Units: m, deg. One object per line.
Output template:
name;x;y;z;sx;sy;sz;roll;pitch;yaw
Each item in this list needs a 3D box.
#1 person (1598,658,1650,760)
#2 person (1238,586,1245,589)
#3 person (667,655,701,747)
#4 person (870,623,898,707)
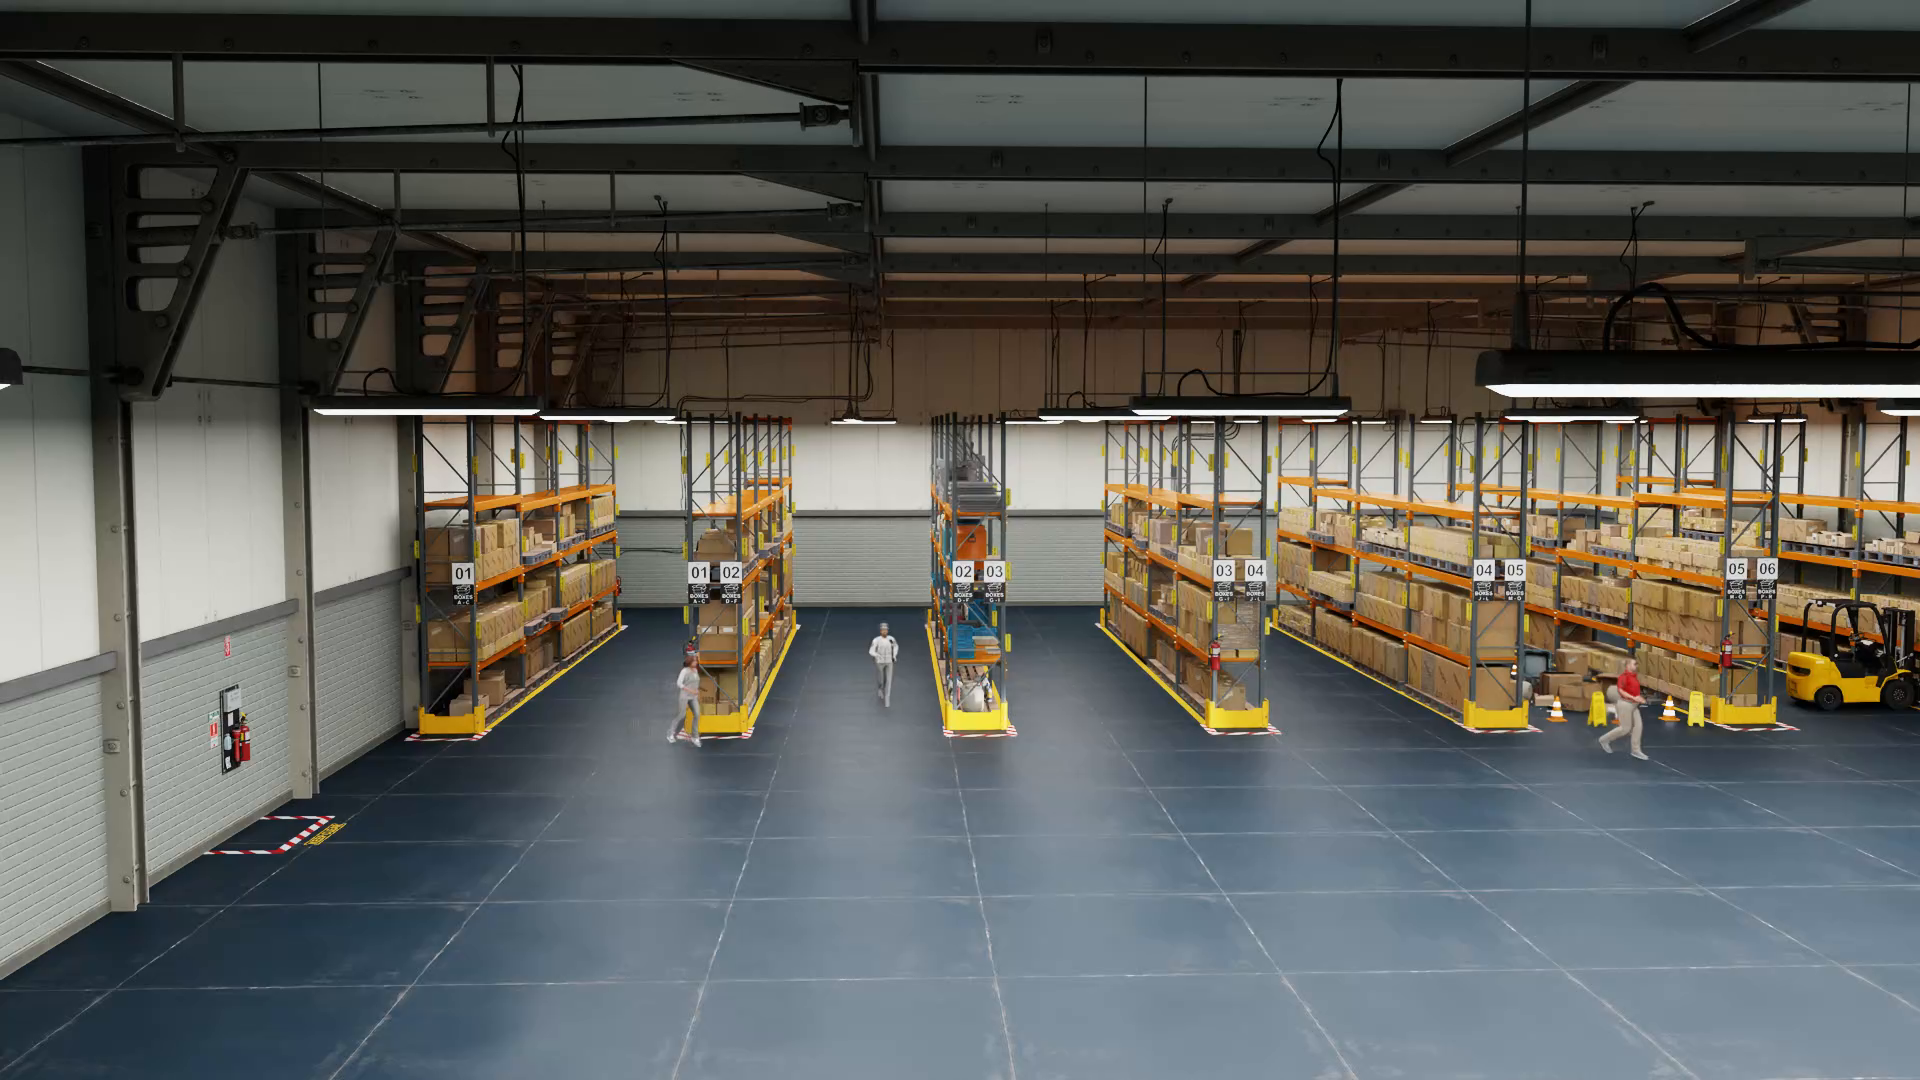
person;11.547;2.909;28.826;0.839;1.743;0.688;3;5;40
person;7.812;1.683;47.957;0.805;1.564;0.557;2;4;23
person;-4.863;2.873;29.979;0.750;1.597;0.597;3;5;35
person;-1.552;2.544;34.239;0.616;1.692;0.901;-1;4;-10
